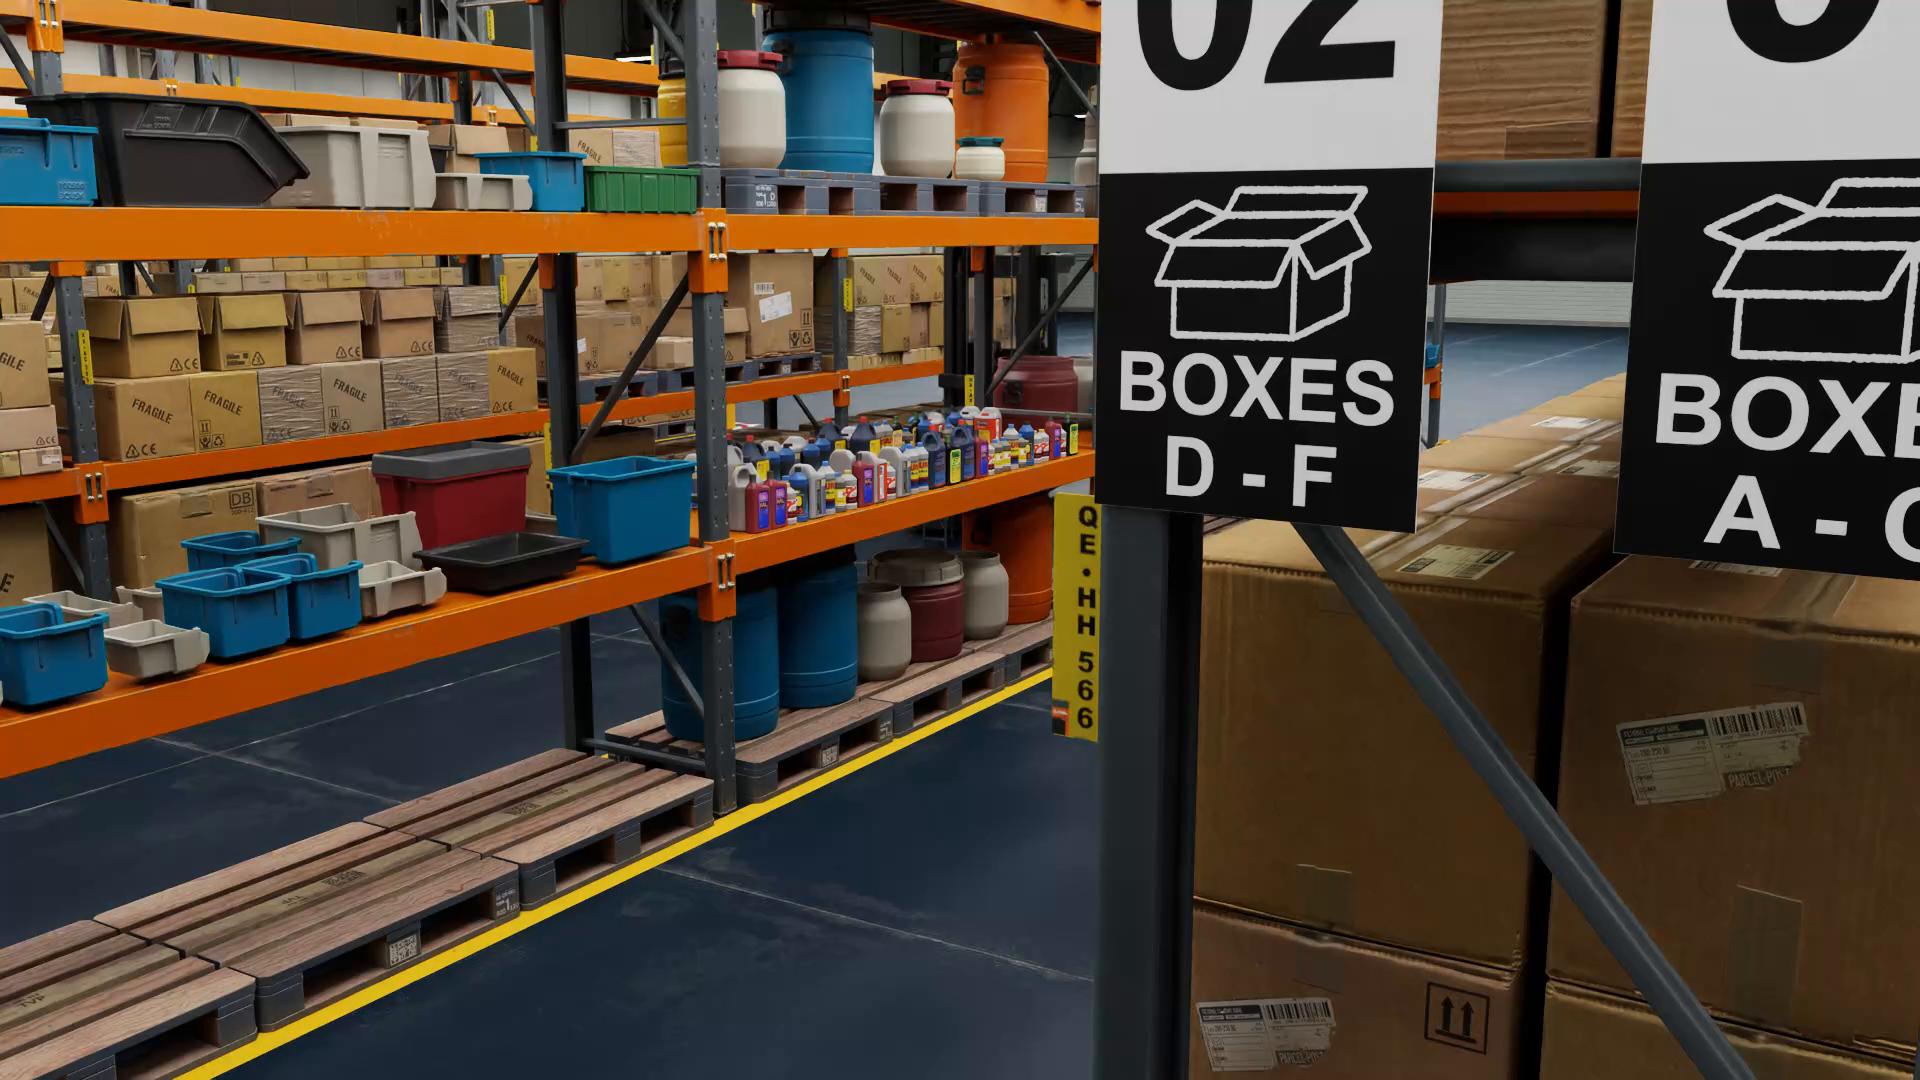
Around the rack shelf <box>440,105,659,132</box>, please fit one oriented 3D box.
[{"bbox_3d":[-4.753,-5.154,20.984,1.077,0.370,4.000,6,12,31],"label":"rack shelf"}]

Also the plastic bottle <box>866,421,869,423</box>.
[{"bbox_3d":[-0.588,-0.577,10.114,0.061,0.283,0.133,6,12,31],"label":"plastic bottle"}]

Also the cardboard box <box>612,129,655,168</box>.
[{"bbox_3d":[-2.951,-3.220,14.133,0.500,0.500,0.500,6,12,31],"label":"cardboard box"}]

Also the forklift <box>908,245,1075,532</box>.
[{"bbox_3d":[0.467,-1.720,16.092,1.130,2.935,3.031,4,11,18],"label":"forklift"}]

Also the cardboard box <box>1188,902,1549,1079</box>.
[{"bbox_3d":[0.630,0.738,2.503,0.500,0.500,0.500,7,13,32],"label":"cardboard box"}]

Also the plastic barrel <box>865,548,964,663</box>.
[{"bbox_3d":[-0.274,0.387,10.064,0.600,0.588,0.708,6,12,31],"label":"plastic barrel"}]

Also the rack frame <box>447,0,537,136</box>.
[{"bbox_3d":[-3.681,-4.270,13.225,1.000,3.000,0.127,6,12,31],"label":"rack frame"}]

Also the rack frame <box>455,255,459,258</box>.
[{"bbox_3d":[-7.997,-3.527,25.554,1.000,3.000,0.127,6,12,31],"label":"rack frame"}]

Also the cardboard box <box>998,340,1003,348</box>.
[{"bbox_3d":[0.285,-2.308,19.729,0.380,0.149,0.250,6,12,31],"label":"cardboard box"}]

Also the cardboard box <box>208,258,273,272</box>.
[{"bbox_3d":[-9.660,-3.633,22.324,0.700,0.500,0.500,6,12,30],"label":"cardboard box"}]

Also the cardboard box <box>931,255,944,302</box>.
[{"bbox_3d":[-0.385,-2.921,18.523,0.500,0.500,0.500,6,12,31],"label":"cardboard box"}]

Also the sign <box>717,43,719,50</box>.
[{"bbox_3d":[-3.258,-6.462,22.179,0.100,0.325,0.005,6,12,31],"label":"sign"}]

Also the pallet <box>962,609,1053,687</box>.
[{"bbox_3d":[0.178,0.650,10.822,1.003,0.211,1.213,6,12,31],"label":"pallet"}]

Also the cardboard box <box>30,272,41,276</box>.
[{"bbox_3d":[-13.899,-3.907,24.744,0.380,0.149,0.250,7,13,32],"label":"cardboard box"}]

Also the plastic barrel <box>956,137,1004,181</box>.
[{"bbox_3d":[0.121,-2.279,9.972,0.301,0.262,0.301,0,11,0],"label":"plastic barrel"}]

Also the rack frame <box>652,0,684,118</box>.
[{"bbox_3d":[-3.714,-6.018,22.561,1.000,3.000,0.127,6,12,31],"label":"rack frame"}]

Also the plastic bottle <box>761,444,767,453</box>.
[{"bbox_3d":[-1.145,-0.388,9.127,0.152,0.276,0.135,6,12,31],"label":"plastic bottle"}]

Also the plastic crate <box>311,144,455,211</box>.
[{"bbox_3d":[-2.404,-1.460,6.721,0.497,0.269,0.590,6,12,31],"label":"plastic crate"}]

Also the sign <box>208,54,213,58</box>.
[{"bbox_3d":[-9.597,-6.331,21.263,0.100,0.325,0.005,6,12,31],"label":"sign"}]

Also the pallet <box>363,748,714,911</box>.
[{"bbox_3d":[-1.873,1.271,7.508,1.003,0.211,1.213,6,12,31],"label":"pallet"}]

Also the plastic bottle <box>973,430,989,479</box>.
[{"bbox_3d":[0.113,-0.507,9.742,0.061,0.283,0.133,6,12,31],"label":"plastic bottle"}]

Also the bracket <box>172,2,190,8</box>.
[{"bbox_3d":[-12.855,-8.726,27.243,0.235,0.232,0.430,6,12,31],"label":"bracket"}]

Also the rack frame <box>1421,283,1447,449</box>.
[{"bbox_3d":[4.705,-2.107,17.970,1.000,3.000,0.127,6,12,31],"label":"rack frame"}]

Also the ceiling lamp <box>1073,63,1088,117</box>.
[{"bbox_3d":[4.255,-13.451,46.402,2.000,3.185,0.800,6,12,31],"label":"ceiling lamp"}]

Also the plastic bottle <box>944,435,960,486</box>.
[{"bbox_3d":[-0.052,-0.457,9.475,0.061,0.283,0.133,6,12,31],"label":"plastic bottle"}]

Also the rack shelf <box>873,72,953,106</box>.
[{"bbox_3d":[-0.566,-4.859,18.331,1.077,0.370,4.000,6,12,31],"label":"rack shelf"}]

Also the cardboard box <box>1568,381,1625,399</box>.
[{"bbox_3d":[1.954,-0.158,4.571,0.500,0.500,0.500,6,12,29],"label":"cardboard box"}]

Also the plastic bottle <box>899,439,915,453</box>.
[{"bbox_3d":[-0.296,-0.435,9.388,0.097,0.271,0.097,0,11,0],"label":"plastic bottle"}]

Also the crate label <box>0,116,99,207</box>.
[{"bbox_3d":[-2.846,-1.106,4.876,0.408,0.251,0.502,6,12,31],"label":"crate label"}]

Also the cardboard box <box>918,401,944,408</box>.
[{"bbox_3d":[-0.147,-1.364,19.653,0.500,0.500,0.500,-10,14,-43],"label":"cardboard box"}]

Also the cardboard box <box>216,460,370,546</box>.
[{"bbox_3d":[-4.980,-0.098,11.872,1.225,0.875,0.875,6,12,29],"label":"cardboard box"}]

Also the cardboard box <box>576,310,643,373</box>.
[{"bbox_3d":[-3.231,-1.763,14.723,0.700,0.500,0.500,9,14,39],"label":"cardboard box"}]

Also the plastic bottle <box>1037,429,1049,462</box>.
[{"bbox_3d":[0.511,-0.594,10.428,0.097,0.201,0.097,0,11,0],"label":"plastic bottle"}]

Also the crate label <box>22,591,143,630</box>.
[{"bbox_3d":[-3.046,0.274,5.807,0.396,0.136,0.243,6,12,31],"label":"crate label"}]

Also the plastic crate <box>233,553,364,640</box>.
[{"bbox_3d":[-2.353,0.201,5.936,0.416,0.233,0.300,6,12,31],"label":"plastic crate"}]

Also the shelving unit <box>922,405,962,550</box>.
[{"bbox_3d":[-0.096,-0.556,14.577,0.258,1.200,0.503,6,12,29],"label":"shelving unit"}]

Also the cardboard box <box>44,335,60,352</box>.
[{"bbox_3d":[-8.268,-1.757,14.837,0.380,0.149,0.250,6,12,30],"label":"cardboard box"}]

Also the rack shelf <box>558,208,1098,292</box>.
[{"bbox_3d":[-0.486,-1.655,9.359,1.077,0.370,4.000,6,12,31],"label":"rack shelf"}]

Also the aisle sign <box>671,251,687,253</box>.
[{"bbox_3d":[-3.934,-4.387,23.087,0.394,0.787,0.004,6,12,31],"label":"aisle sign"}]

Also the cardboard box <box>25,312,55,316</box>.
[{"bbox_3d":[-8.542,-2.052,15.602,0.380,0.149,0.250,6,12,30],"label":"cardboard box"}]

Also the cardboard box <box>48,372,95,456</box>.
[{"bbox_3d":[-5.748,-0.841,10.939,0.500,0.500,0.500,6,12,31],"label":"cardboard box"}]

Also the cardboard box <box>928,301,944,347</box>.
[{"bbox_3d":[-0.560,-2.449,18.719,0.875,0.500,0.500,6,12,31],"label":"cardboard box"}]

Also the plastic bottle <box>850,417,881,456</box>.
[{"bbox_3d":[-0.555,-0.551,9.793,0.144,0.351,0.185,6,12,31],"label":"plastic bottle"}]

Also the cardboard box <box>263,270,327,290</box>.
[{"bbox_3d":[-7.100,-2.582,17.521,0.700,0.500,0.500,6,12,30],"label":"cardboard box"}]

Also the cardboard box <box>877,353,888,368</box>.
[{"bbox_3d":[-0.989,-1.912,17.615,0.380,0.149,0.250,6,12,31],"label":"cardboard box"}]

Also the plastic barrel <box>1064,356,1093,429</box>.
[{"bbox_3d":[0.903,-1.086,12.212,0.421,0.512,0.421,0,11,0],"label":"plastic barrel"}]

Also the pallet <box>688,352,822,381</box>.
[{"bbox_3d":[-2.126,-1.750,16.587,1.003,0.211,1.213,6,12,31],"label":"pallet"}]

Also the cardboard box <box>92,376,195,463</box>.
[{"bbox_3d":[-5.305,-0.790,10.666,0.500,0.500,0.500,6,12,31],"label":"cardboard box"}]

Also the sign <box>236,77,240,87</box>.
[{"bbox_3d":[-11.785,-7.393,27.150,0.100,0.325,0.005,6,12,31],"label":"sign"}]

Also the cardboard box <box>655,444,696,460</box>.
[{"bbox_3d":[-2.785,-0.595,15.491,0.700,0.500,0.500,8,13,35],"label":"cardboard box"}]

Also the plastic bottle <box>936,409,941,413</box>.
[{"bbox_3d":[-0.159,-0.707,10.808,0.061,0.283,0.133,6,12,31],"label":"plastic bottle"}]

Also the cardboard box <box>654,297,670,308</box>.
[{"bbox_3d":[-4.135,-2.992,22.291,0.875,0.550,0.550,6,12,31],"label":"cardboard box"}]

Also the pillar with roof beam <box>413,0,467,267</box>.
[{"bbox_3d":[-6.579,-7.458,30.251,9.100,9.000,0.548,6,12,31],"label":"pillar with roof beam"}]

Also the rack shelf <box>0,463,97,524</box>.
[{"bbox_3d":[-6.796,-0.024,8.802,1.077,0.370,4.000,6,12,31],"label":"rack shelf"}]

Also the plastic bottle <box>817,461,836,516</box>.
[{"bbox_3d":[-0.685,-0.266,8.486,0.097,0.271,0.097,0,11,0],"label":"plastic bottle"}]
